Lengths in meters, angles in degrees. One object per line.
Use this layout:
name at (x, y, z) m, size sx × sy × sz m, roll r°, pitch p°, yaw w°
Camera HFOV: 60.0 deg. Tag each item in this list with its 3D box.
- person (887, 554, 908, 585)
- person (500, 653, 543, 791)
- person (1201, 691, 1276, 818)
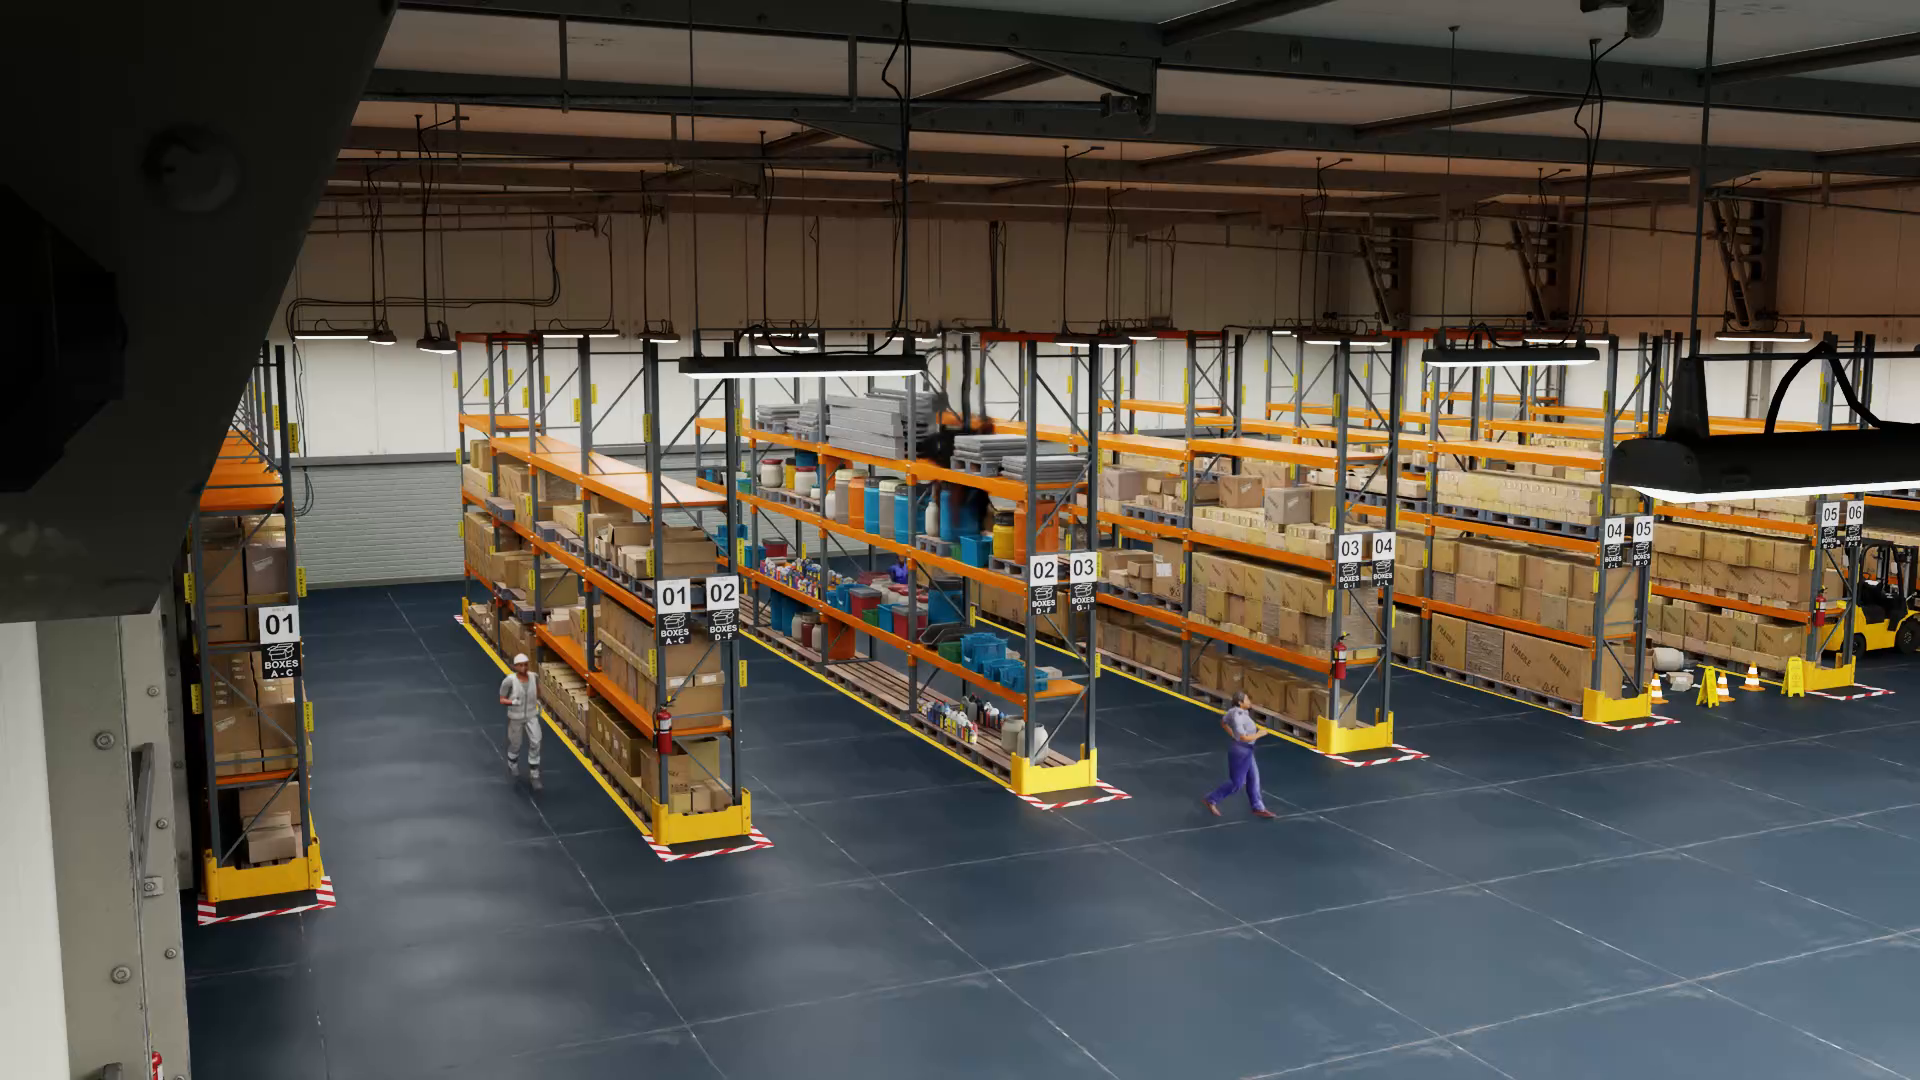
person at (-1.190, 1.066, 33.093) m, size 0.582 × 1.660 × 0.773 m, roll -4°, pitch 9°, yaw -28°
person at (-5.912, 2.420, 22.447) m, size 0.598 × 1.824 × 0.864 m, roll -4°, pitch 9°, yaw -29°
person at (3.515, 2.695, 20.892) m, size 0.941 × 1.632 × 0.607 m, roll 1°, pitch 8°, yaw 7°
